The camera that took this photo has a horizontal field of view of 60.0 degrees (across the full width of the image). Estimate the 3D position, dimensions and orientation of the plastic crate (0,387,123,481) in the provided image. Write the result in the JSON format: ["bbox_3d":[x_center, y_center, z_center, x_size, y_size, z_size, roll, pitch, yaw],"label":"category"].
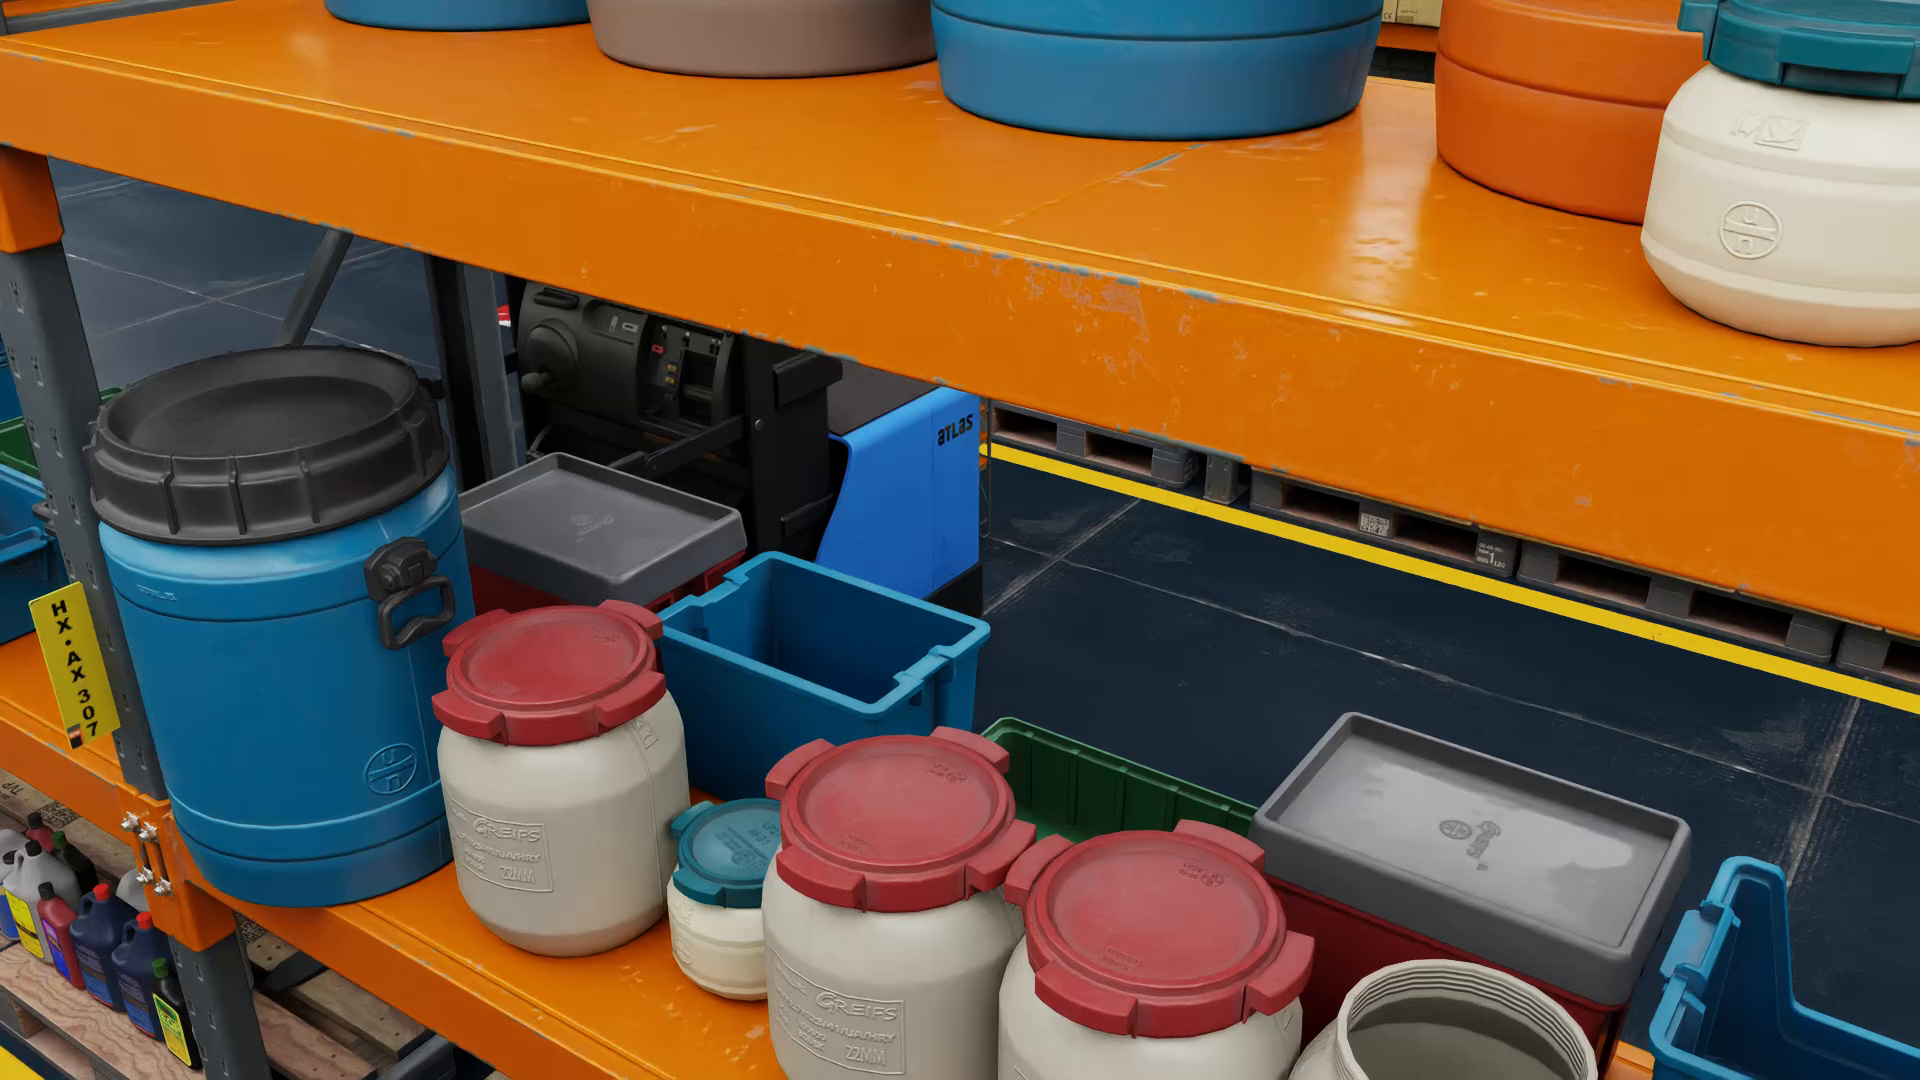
[{"bbox_3d":[-2.320,-0.198,4.566,0.662,0.188,0.450,17,32,30],"label":"plastic crate"}]

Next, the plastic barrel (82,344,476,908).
[{"bbox_3d":[-1.214,0.151,3.094,0.708,0.901,0.600,17,32,30],"label":"plastic barrel"}]

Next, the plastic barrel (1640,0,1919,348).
[{"bbox_3d":[0.756,-0.326,1.428,0.301,0.262,0.301,0,27,0],"label":"plastic barrel"}]

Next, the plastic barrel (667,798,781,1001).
[{"bbox_3d":[-0.357,0.620,2.876,0.301,0.262,0.301,0,27,0],"label":"plastic barrel"}]

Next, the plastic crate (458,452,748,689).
[{"bbox_3d":[-0.789,0.143,3.591,0.583,0.464,0.402,17,32,30],"label":"plastic crate"}]

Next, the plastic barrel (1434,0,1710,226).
[{"bbox_3d":[0.843,-0.799,1.733,0.708,0.830,0.600,17,32,30],"label":"plastic barrel"}]

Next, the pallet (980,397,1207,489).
[{"bbox_3d":[0.815,-0.667,8.327,1.213,0.211,1.003,17,32,30],"label":"pallet"}]

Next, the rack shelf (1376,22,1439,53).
[{"bbox_3d":[2.599,-3.735,12.076,4.000,0.370,1.077,17,32,30],"label":"rack shelf"}]

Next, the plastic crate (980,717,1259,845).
[{"bbox_3d":[0.234,0.598,3.002,0.662,0.188,0.450,17,32,30],"label":"plastic crate"}]

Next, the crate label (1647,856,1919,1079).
[{"bbox_3d":[1.270,0.817,2.299,0.616,0.435,0.502,17,32,30],"label":"crate label"}]

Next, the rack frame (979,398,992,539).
[{"bbox_3d":[0.063,-0.515,6.939,0.006,1.200,0.240,17,32,30],"label":"rack frame"}]

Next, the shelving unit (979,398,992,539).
[{"bbox_3d":[-0.012,-0.538,6.985,0.189,1.200,0.258,17,32,30],"label":"shelving unit"}]

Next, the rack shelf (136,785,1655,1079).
[{"bbox_3d":[0.287,0.996,2.779,4.000,0.370,1.077,17,32,30],"label":"rack shelf"}]

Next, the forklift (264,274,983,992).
[{"bbox_3d":[-1.187,-0.554,5.107,1.130,2.935,3.031,18,32,32],"label":"forklift"}]

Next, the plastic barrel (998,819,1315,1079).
[{"bbox_3d":[0.265,0.728,2.362,0.433,0.535,0.433,0,27,0],"label":"plastic barrel"}]

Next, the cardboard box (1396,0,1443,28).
[{"bbox_3d":[3.280,-3.624,11.207,0.500,0.250,0.500,17,32,31],"label":"cardboard box"}]

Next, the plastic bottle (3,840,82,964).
[{"bbox_3d":[-2.480,0.956,4.499,0.185,0.351,0.144,17,32,30],"label":"plastic bottle"}]

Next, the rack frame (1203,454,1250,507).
[{"bbox_3d":[1.446,-1.689,7.262,0.127,3.000,1.000,17,32,30],"label":"rack frame"}]

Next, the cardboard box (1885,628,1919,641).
[{"bbox_3d":[3.745,0.201,6.116,0.500,0.250,0.500,17,31,30],"label":"cardboard box"}]

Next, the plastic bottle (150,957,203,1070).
[{"bbox_3d":[-1.944,1.176,4.142,0.133,0.283,0.061,19,33,33],"label":"plastic bottle"}]

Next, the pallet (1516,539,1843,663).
[{"bbox_3d":[3.086,0.041,6.937,1.213,0.211,1.003,17,32,30],"label":"pallet"}]

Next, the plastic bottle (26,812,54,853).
[{"bbox_3d":[-2.551,0.903,4.678,0.133,0.283,0.061,17,32,30],"label":"plastic bottle"}]

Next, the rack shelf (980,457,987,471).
[{"bbox_3d":[-0.012,-0.285,7.114,0.180,0.103,0.258,17,32,30],"label":"rack shelf"}]

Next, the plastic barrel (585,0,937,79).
[{"bbox_3d":[-0.280,-1.181,2.404,0.600,0.901,0.600,0,27,0],"label":"plastic barrel"}]

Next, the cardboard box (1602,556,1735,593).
[{"bbox_3d":[2.907,-0.060,6.630,0.500,0.250,0.500,18,32,31],"label":"cardboard box"}]

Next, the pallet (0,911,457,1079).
[{"bbox_3d":[-1.891,1.216,4.627,1.213,0.211,1.003,17,32,30],"label":"pallet"}]

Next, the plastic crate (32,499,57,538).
[{"bbox_3d":[-1.721,0.007,3.997,0.504,0.338,0.767,17,32,30],"label":"plastic crate"}]

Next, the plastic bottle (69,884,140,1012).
[{"bbox_3d":[-2.213,1.039,4.336,0.185,0.351,0.144,16,31,28],"label":"plastic bottle"}]

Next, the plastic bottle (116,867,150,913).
[{"bbox_3d":[-2.150,1.011,4.475,0.135,0.276,0.152,17,32,30],"label":"plastic bottle"}]

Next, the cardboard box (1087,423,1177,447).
[{"bbox_3d":[0.940,-0.688,7.864,0.500,0.250,0.500,17,32,30],"label":"cardboard box"}]

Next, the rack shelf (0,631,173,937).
[{"bbox_3d":[-3.010,-0.031,4.798,4.000,0.370,1.077,17,32,30],"label":"rack shelf"}]

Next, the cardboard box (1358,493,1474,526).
[{"bbox_3d":[2.059,-0.323,7.146,0.500,0.250,0.500,18,32,32],"label":"cardboard box"}]
